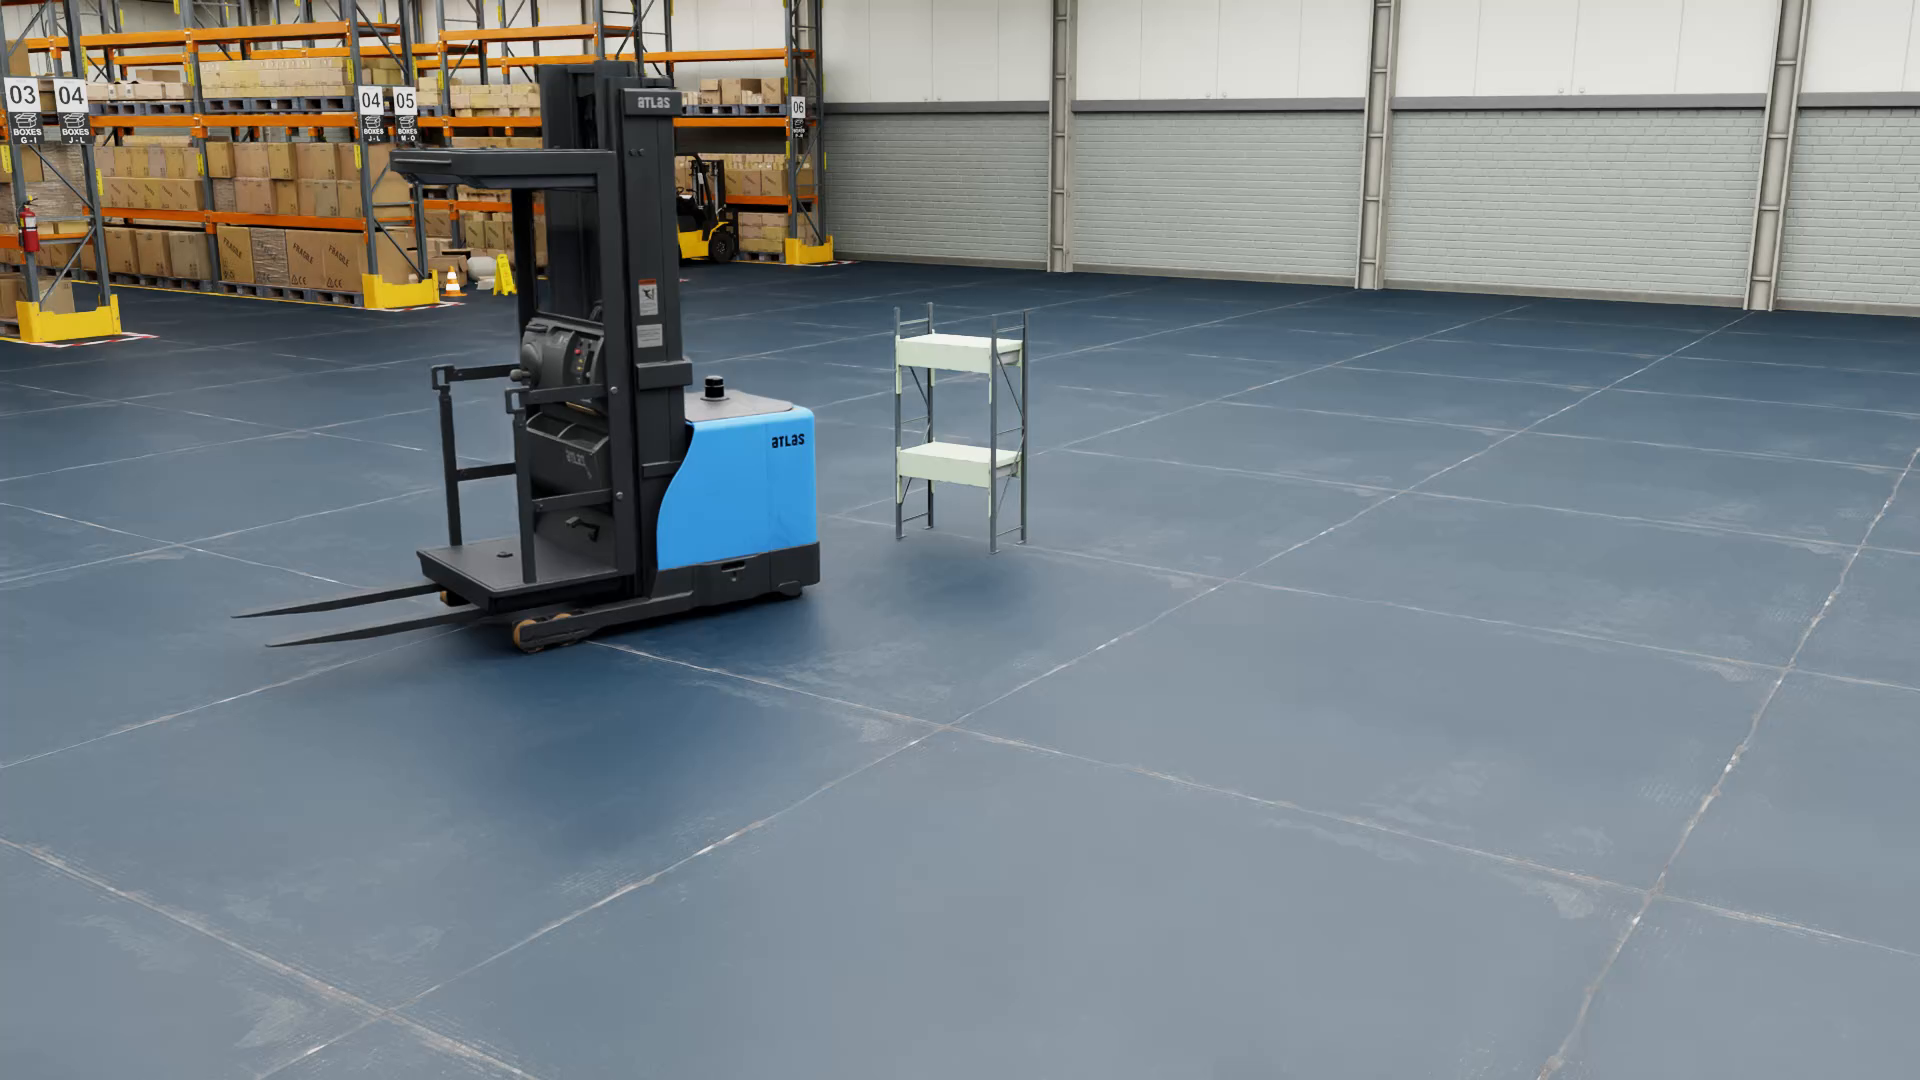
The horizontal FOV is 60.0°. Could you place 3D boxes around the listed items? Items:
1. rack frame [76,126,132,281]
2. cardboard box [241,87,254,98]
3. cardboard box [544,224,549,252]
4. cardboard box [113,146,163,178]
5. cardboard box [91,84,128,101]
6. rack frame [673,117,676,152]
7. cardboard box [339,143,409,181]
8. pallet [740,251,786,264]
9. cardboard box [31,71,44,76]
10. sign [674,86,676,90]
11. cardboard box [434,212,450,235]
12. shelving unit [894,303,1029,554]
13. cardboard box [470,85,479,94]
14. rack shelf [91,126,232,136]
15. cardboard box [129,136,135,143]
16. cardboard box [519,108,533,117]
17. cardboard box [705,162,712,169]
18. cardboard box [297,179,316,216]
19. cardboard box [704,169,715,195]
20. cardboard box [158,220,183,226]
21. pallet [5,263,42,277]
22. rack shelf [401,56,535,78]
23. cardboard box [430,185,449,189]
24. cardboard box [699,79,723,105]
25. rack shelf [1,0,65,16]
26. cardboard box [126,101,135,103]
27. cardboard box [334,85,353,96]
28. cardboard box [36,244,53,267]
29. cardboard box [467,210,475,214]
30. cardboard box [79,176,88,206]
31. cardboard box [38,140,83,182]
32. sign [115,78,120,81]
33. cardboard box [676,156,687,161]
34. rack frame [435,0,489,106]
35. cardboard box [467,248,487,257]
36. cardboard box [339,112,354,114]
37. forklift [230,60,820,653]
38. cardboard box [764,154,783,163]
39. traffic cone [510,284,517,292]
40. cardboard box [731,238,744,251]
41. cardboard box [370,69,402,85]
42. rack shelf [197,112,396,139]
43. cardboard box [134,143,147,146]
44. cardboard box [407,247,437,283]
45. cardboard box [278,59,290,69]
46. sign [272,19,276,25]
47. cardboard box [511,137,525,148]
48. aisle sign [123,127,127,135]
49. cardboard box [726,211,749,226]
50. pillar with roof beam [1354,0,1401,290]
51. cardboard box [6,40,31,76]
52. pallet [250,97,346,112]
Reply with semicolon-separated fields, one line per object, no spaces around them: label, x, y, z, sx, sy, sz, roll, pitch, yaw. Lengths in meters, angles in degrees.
rack frame;-15.110;-6.095;29.203;0.127;3.000;1.000;9;17;33
cardboard box;-10.834;-6.892;25.622;0.250;0.149;0.380;9;16;32
cardboard box;-7.039;-5.381;29.604;0.500;0.500;0.500;10;17;35
cardboard box;-13.896;-6.431;28.270;0.500;0.500;0.700;9;16;32
cardboard box;-14.217;-7.523;27.957;0.500;0.250;0.500;10;17;34
rack frame;-6.345;-7.549;35.078;0.127;3.000;1.000;9;17;33
cardboard box;-8.758;-5.677;24.953;0.550;0.550;0.875;9;17;33
pallet;-3.684;-5.754;33.626;1.213;0.211;1.003;9;17;33
cardboard box;-16.025;-8.039;29.014;0.258;0.266;0.396;9;17;33
sign;-6.037;-9.406;35.093;0.005;0.325;0.100;9;17;33
cardboard box;-11.849;-7.366;38.664;0.500;0.500;0.500;9;16;31
shelving unit;0.006;-0.727;10.639;0.755;1.500;0.431;9;17;33
cardboard box;-8.587;-8.107;29.950;0.250;0.149;0.380;9;16;31
rack shelf;-17.410;-9.007;36.221;4.000;0.370;1.077;9;17;33
cardboard box;-17.861;-8.737;36.238;0.250;0.149;0.380;9;17;33
cardboard box;-7.545;-7.546;29.344;0.250;0.149;0.380;9;16;32
cardboard box;-4.956;-7.606;33.749;0.250;0.149;0.380;9;16;32
cardboard box;-9.668;-5.305;25.700;0.550;0.550;0.875;9;17;33
cardboard box;-4.855;-7.280;33.783;0.500;0.500;0.500;9;17;33
cardboard box;-16.955;-6.818;36.580;0.875;0.438;0.875;9;16;31
pallet;-16.766;-5.010;30.624;1.213;0.211;1.003;9;17;33
rack shelf;-11.324;-10.723;37.742;4.000;0.370;1.077;9;17;33
cardboard box;-9.693;-6.655;31.114;0.250;0.149;0.380;9;17;34
cardboard box;-4.788;-9.026;33.502;0.637;0.503;0.797;10;17;35
rack shelf;-12.984;-6.876;21.378;4.000;0.370;1.077;9;17;33
cardboard box;-17.856;-9.623;36.315;0.500;0.311;0.500;10;17;34
cardboard box;-8.937;-6.586;24.383;0.250;0.149;0.380;9;17;33
cardboard box;-16.231;-5.192;29.883;0.500;0.500;0.500;10;17;35
cardboard box;-11.054;-7.559;38.095;0.250;0.149;0.380;9;16;32
cardboard box;-14.889;-6.030;28.730;0.500;0.500;0.500;9;17;33
cardboard box;-11.628;-4.853;21.278;0.500;0.500;0.500;9;17;33
sign;-14.794;-7.950;29.213;0.005;0.325;0.100;9;17;33
cardboard box;-5.606;-7.851;34.118;0.250;0.149;0.380;10;17;34
rack frame;-9.112;-9.471;30.357;0.127;3.000;1.000;9;17;33
cardboard box;-8.774;-5.295;30.820;0.500;0.250;0.500;8;16;30
cardboard box;-11.651;-8.471;32.351;0.500;0.500;0.700;9;17;33
forklift;-2.280;-0.990;8.722;3.031;2.935;1.130;-11;17;-36
cardboard box;-3.663;-7.554;32.918;0.250;0.149;0.380;9;17;33
traffic cone;-7.208;-4.325;27.331;0.334;0.463;0.336;9;17;33
cardboard box;-4.410;-6.020;33.746;0.500;0.250;0.500;9;17;33
cardboard box;-8.729;-6.918;24.896;0.500;0.250;0.500;9;17;33
rack shelf;-10.132;-6.397;25.678;4.000;0.370;1.077;9;17;33
cardboard box;-17.552;-8.379;36.140;0.500;0.500;0.500;9;17;33
cardboard box;-9.444;-4.731;28.607;0.503;0.637;0.797;9;17;33
cardboard box;-9.996;-7.144;24.978;0.250;0.149;0.380;9;16;32
sign;-16.606;-12.454;40.299;0.005;0.325;0.100;9;17;33
cardboard box;-7.572;-6.938;29.699;0.500;0.500;0.700;9;17;32
aisle sign;-18.956;-9.502;37.555;0.004;0.787;0.394;9;17;33
cardboard box;-4.434;-6.500;33.606;0.500;0.250;0.500;9;17;34
pillar with roof beam;4.454;-7.730;23.324;0.400;9.000;9.100;9;17;33
cardboard box;-12.405;-6.191;21.482;0.500;0.500;0.500;9;17;33
pallet;-10.110;-6.696;25.573;1.213;0.211;1.003;9;17;33
